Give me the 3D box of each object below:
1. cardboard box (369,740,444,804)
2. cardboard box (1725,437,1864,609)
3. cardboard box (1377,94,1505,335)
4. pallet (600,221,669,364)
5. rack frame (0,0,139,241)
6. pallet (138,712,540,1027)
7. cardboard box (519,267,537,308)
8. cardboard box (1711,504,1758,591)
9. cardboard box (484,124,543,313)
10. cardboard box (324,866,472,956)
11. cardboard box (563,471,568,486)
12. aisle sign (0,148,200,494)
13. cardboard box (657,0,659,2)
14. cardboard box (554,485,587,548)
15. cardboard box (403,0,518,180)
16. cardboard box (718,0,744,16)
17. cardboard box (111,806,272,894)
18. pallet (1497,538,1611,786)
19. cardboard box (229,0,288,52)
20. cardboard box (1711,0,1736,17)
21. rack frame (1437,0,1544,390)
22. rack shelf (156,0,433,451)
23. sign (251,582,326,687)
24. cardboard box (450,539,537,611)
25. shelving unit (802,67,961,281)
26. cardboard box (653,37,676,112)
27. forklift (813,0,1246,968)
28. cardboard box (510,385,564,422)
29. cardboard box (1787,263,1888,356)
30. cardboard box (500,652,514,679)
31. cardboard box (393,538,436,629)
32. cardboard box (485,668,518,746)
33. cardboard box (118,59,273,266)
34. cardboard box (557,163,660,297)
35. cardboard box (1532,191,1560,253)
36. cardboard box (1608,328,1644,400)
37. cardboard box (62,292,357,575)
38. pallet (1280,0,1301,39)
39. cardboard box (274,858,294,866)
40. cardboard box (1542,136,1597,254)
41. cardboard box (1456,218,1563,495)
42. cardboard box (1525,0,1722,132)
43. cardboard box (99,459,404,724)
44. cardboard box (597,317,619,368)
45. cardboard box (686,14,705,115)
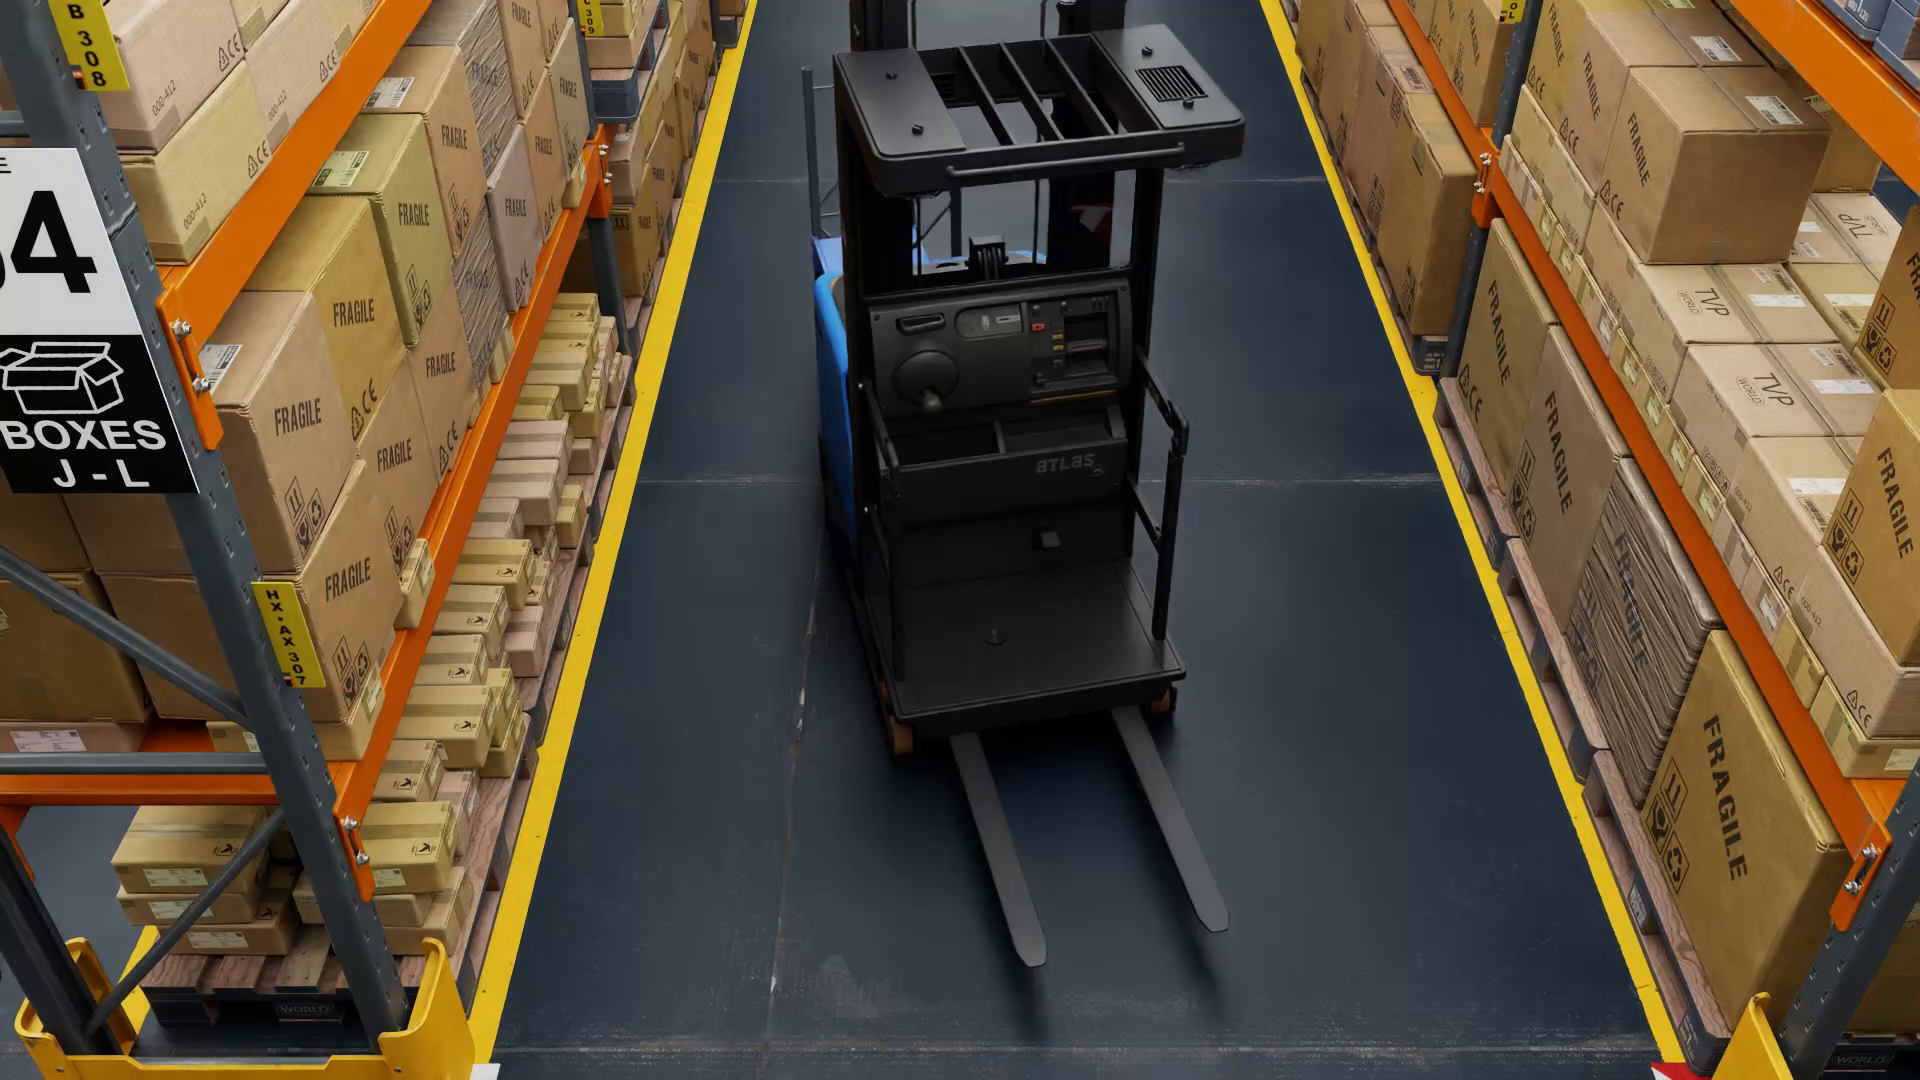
[{"bbox_3d":[-1.892,0.779,5.348,0.380,0.149,0.250,1,39,1],"label":"cardboard box"},{"bbox_3d":[2.584,-0.055,4.803,0.500,0.250,0.500,-1,39,-1],"label":"cardboard box"},{"bbox_3d":[2.825,-1.614,8.229,1.225,0.875,0.875,0,39,0],"label":"cardboard box"},{"bbox_3d":[-2.117,-1.338,8.750,1.003,0.211,1.213,0,39,0],"label":"pallet"},{"bbox_3d":[-2.110,-1.778,2.273,1.000,3.000,0.127,0,39,0],"label":"rack frame"},{"bbox_3d":[-2.076,1.095,5.715,1.003,0.211,1.213,0,39,0],"label":"pallet"},{"bbox_3d":[-1.825,-1.003,6.304,0.380,0.149,0.250,-2,39,-2],"label":"cardboard box"},{"bbox_3d":[2.520,0.021,5.025,0.380,0.149,0.250,1,39,1],"label":"cardboard box"},{"bbox_3d":[-1.833,-1.156,5.976,0.500,0.500,0.500,0,39,0],"label":"cardboard box"},{"bbox_3d":[-1.791,1.183,5.319,0.380,0.149,0.250,1,39,1],"label":"cardboard box"},{"bbox_3d":[-1.844,-0.256,6.877,0.380,0.149,0.250,1,39,1],"label":"cardboard box"},{"bbox_3d":[-1.810,-0.406,3.280,0.394,0.787,0.004,0,39,0],"label":"aisle sign"},{"bbox_3d":[-1.657,-2.738,8.133,0.380,0.149,0.250,0,39,0],"label":"cardboard box"},{"bbox_3d":[-1.772,-0.098,6.917,0.380,0.149,0.250,0,39,0],"label":"cardboard box"},{"bbox_3d":[-1.851,-1.547,5.664,0.500,0.500,0.500,1,39,1],"label":"cardboard box"},{"bbox_3d":[-2.030,-4.107,11.439,1.050,0.750,0.750,-1,39,-1],"label":"cardboard box"},{"bbox_3d":[-2.364,0.948,5.136,0.380,0.149,0.250,0,39,0],"label":"cardboard box"},{"bbox_3d":[2.772,0.449,6.520,1.003,0.211,1.213,0,39,0],"label":"pallet"},{"bbox_3d":[-1.852,-1.346,3.852,0.500,0.250,0.500,0,39,-1],"label":"cardboard box"},{"bbox_3d":[3.113,-1.942,6.557,0.500,0.500,0.500,1,39,1],"label":"cardboard box"},{"bbox_3d":[2.845,-1.879,7.196,1.000,3.000,0.127,0,39,0],"label":"rack frame"},{"bbox_3d":[-2.112,-1.578,4.997,1.077,0.370,4.000,0,39,0],"label":"rack shelf"},{"bbox_3d":[-1.567,0.224,3.879,0.100,0.325,0.005,0,39,0],"label":"sign"},{"bbox_3d":[-1.792,0.128,6.160,0.380,0.149,0.250,1,39,1],"label":"cardboard box"},{"bbox_3d":[-0.355,-1.267,7.632,0.538,1.500,1.048,-8,39,-10],"label":"shelving unit"},{"bbox_3d":[-1.851,-2.534,9.077,0.500,0.250,0.500,1,39,2],"label":"cardboard box"},{"bbox_3d":[0.200,-0.597,5.651,1.130,2.935,3.031,-8,39,-10],"label":"forklift"},{"bbox_3d":[-1.884,-0.522,6.971,0.380,0.149,0.250,1,39,1],"label":"cardboard box"},{"bbox_3d":[3.109,-0.701,5.608,0.500,0.250,0.500,-1,39,-1],"label":"cardboard box"},{"bbox_3d":[-1.866,0.545,6.115,0.380,0.149,0.250,0,39,0],"label":"cardboard box"},{"bbox_3d":[-1.771,0.130,4.889,0.380,0.149,0.250,-1,39,-1],"label":"cardboard box"},{"bbox_3d":[-1.778,0.583,5.830,0.380,0.149,0.250,1,39,1],"label":"cardboard box"},{"bbox_3d":[-1.855,-0.830,3.609,0.500,0.250,0.500,1,39,2],"label":"cardboard box"},{"bbox_3d":[-1.850,-1.590,8.498,0.500,0.500,0.500,1,39,2],"label":"cardboard box"},{"bbox_3d":[2.514,-1.267,6.633,0.380,0.149,0.250,1,39,1],"label":"cardboard box"},{"bbox_3d":[2.516,-0.621,5.827,0.380,0.149,0.250,-1,39,-1],"label":"cardboard box"},{"bbox_3d":[-1.845,-0.264,4.063,0.500,0.500,0.500,0,39,0],"label":"cardboard box"},{"bbox_3d":[2.841,-3.781,11.799,1.003,0.211,1.213,0,39,0],"label":"pallet"},{"bbox_3d":[-2.421,1.021,5.521,0.380,0.149,0.250,1,39,1],"label":"cardboard box"},{"bbox_3d":[2.580,-1.332,6.395,0.500,0.250,0.500,0,39,0],"label":"cardboard box"},{"bbox_3d":[2.766,-0.801,7.214,0.875,0.875,0.875,0,39,0],"label":"cardboard box"},{"bbox_3d":[2.590,-1.930,6.542,0.500,0.500,0.500,0,39,0],"label":"cardboard box"},{"bbox_3d":[-1.834,0.127,4.376,0.500,0.500,0.500,2,39,2],"label":"cardboard box"},{"bbox_3d":[-1.796,-0.909,7.692,0.380,0.149,0.250,1,39,1],"label":"cardboard box"},{"bbox_3d":[-1.860,-2.893,10.124,0.500,0.500,0.500,1,39,2],"label":"cardboard box"}]
